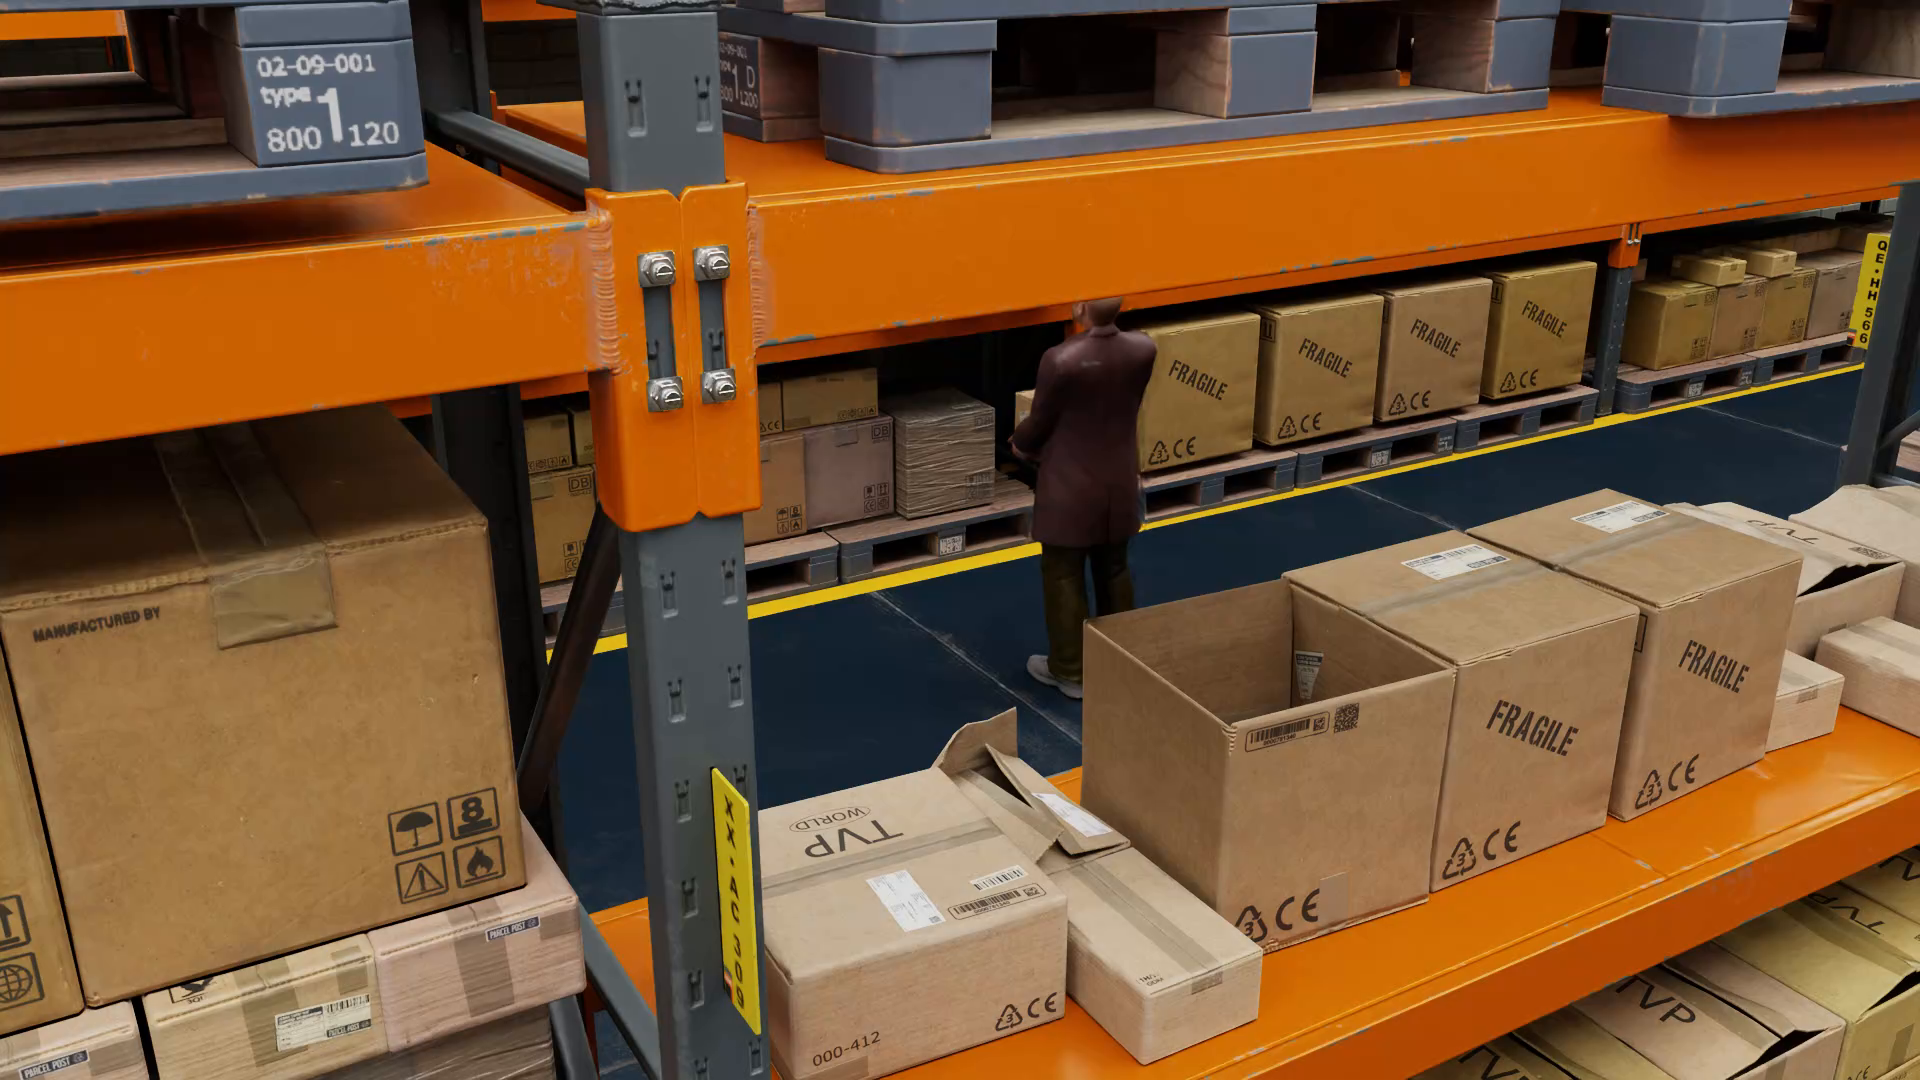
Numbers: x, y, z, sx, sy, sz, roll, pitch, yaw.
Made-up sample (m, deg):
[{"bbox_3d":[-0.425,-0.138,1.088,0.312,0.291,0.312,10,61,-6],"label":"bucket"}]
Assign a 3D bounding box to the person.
[{"bbox_3d":[0.460,-0.263,6.773,0.537,1.775,0.554,-13,25,-29],"label":"person"}]
